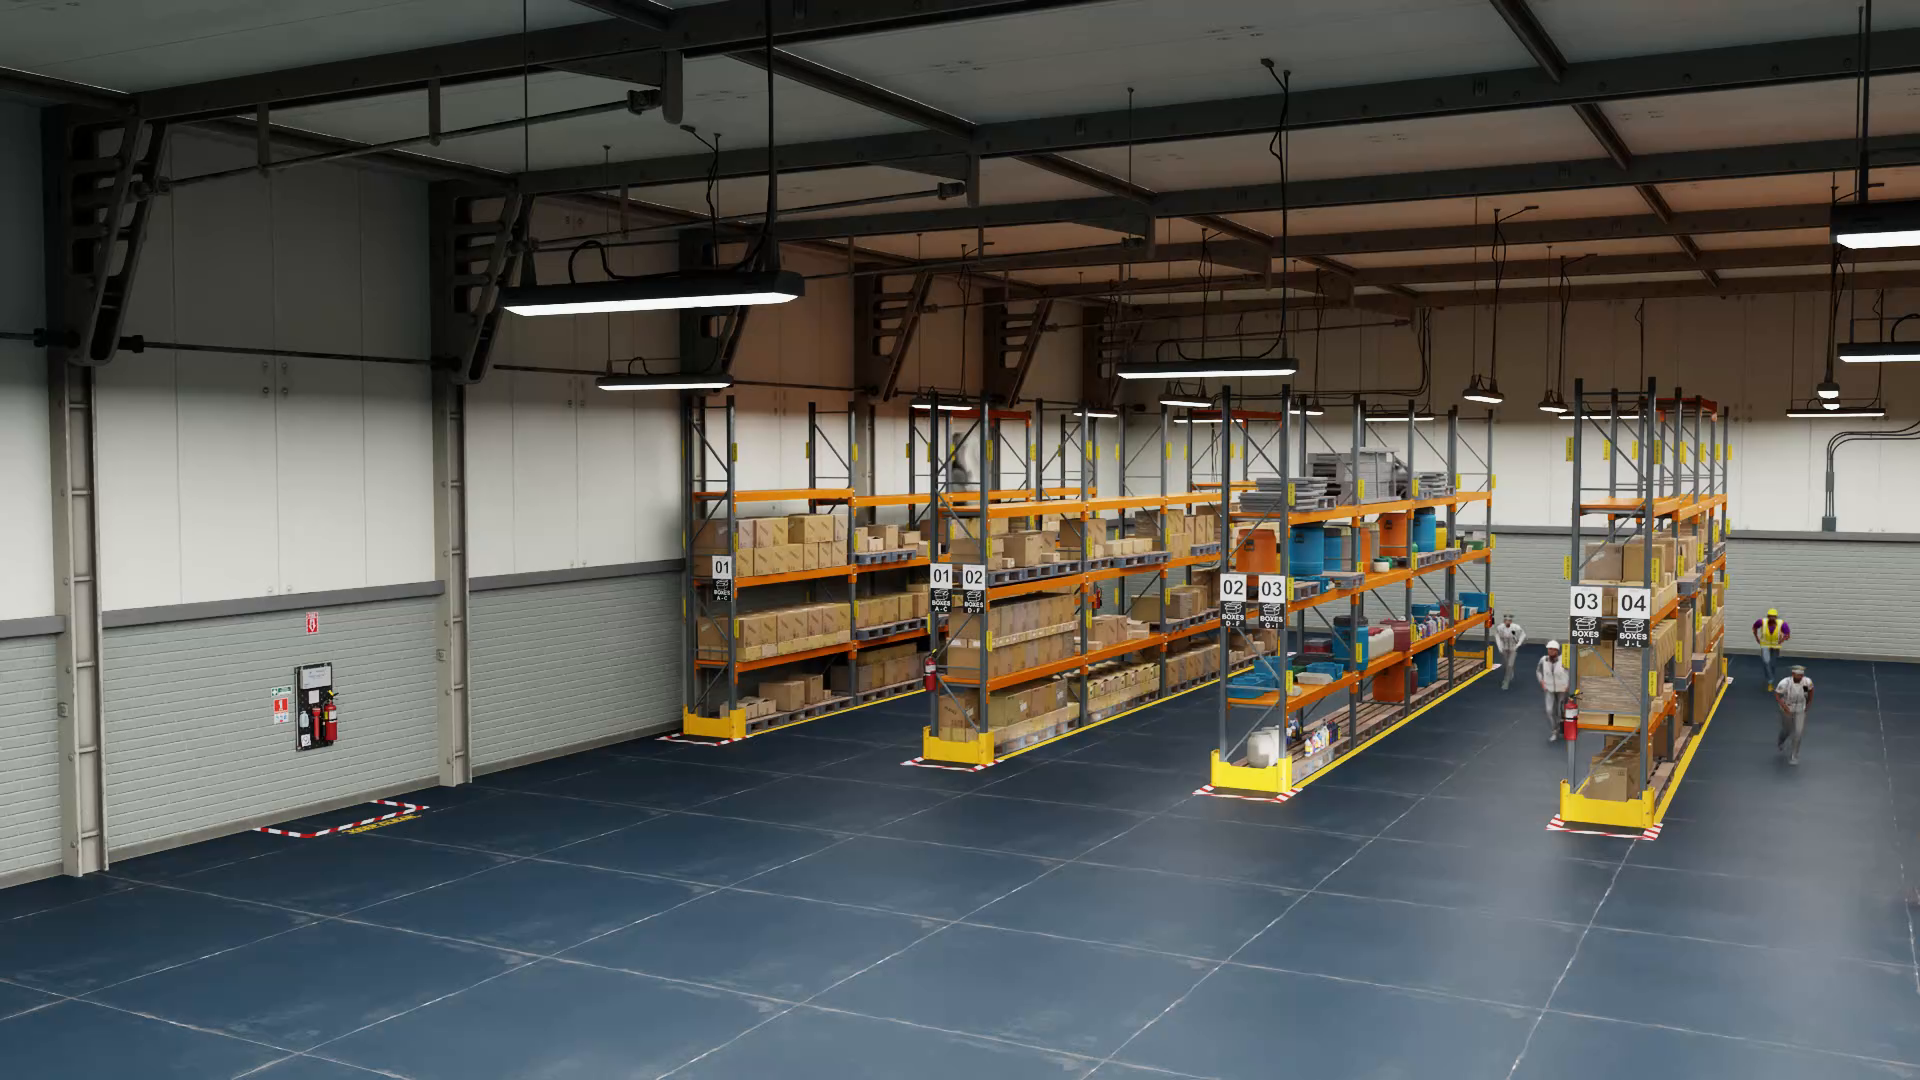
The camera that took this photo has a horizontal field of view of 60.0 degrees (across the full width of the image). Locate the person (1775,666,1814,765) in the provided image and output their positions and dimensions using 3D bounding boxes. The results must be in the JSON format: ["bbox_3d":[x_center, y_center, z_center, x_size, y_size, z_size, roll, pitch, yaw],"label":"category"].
[{"bbox_3d":[13.535,2.805,27.054,0.601,1.625,0.965,0,3,9],"label":"person"}]

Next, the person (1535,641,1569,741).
[{"bbox_3d":[10.451,2.624,29.184,0.673,1.755,0.821,1,3,26],"label":"person"}]

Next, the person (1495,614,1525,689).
[{"bbox_3d":[11.732,2.360,35.448,0.623,1.632,0.873,1,3,24],"label":"person"}]

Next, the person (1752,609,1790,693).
[{"bbox_3d":[17.142,2.301,35.152,0.719,1.748,1.051,1,3,24],"label":"person"}]
